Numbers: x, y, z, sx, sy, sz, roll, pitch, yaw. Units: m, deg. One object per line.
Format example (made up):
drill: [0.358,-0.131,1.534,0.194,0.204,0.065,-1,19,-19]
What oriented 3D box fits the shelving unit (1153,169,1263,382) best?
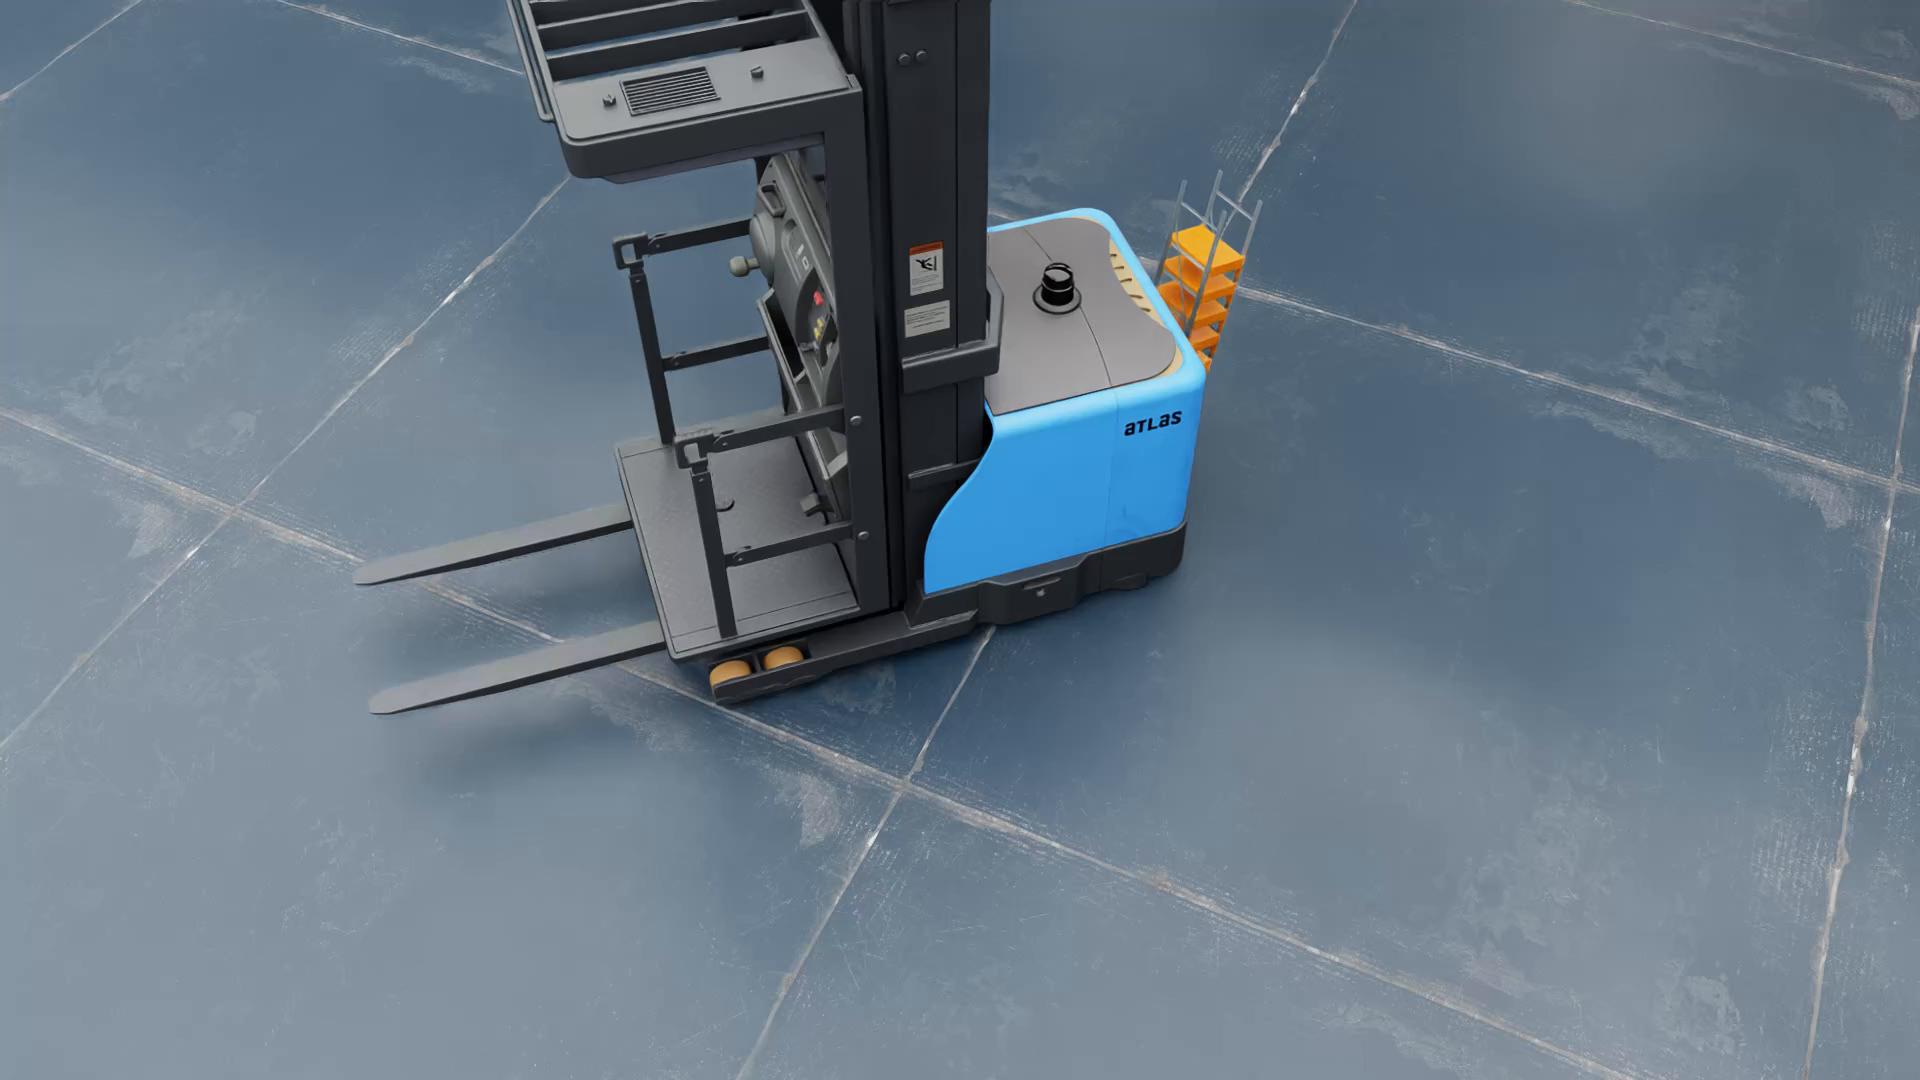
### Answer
shelving unit: [0.869,-0.844,6.485,0.189,1.200,0.258,-22,52,-31]

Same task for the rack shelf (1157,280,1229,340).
rack shelf: [0.881,-0.898,6.434,0.180,0.103,0.258,-22,52,-31]

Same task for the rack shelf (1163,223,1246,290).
rack shelf: [0.918,-1.071,6.271,0.180,0.103,0.258,-22,52,-31]

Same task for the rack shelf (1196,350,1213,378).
rack shelf: [0.844,-0.725,6.596,0.180,0.103,0.258,-22,52,-31]

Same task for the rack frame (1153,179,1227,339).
rack frame: [0.796,-0.815,6.438,0.006,1.200,0.240,-22,52,-31]

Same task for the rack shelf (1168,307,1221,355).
rack shelf: [0.862,-0.812,6.515,0.180,0.103,0.258,-22,52,-31]

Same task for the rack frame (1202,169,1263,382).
rack frame: [0.942,-0.872,6.532,0.006,1.200,0.240,-22,52,-31]

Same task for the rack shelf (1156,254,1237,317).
rack shelf: [0.899,-0.985,6.352,0.180,0.103,0.258,-22,52,-31]

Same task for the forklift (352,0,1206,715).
forklift: [-0.716,-0.812,5.331,3.031,2.935,1.130,-14,51,-12]
